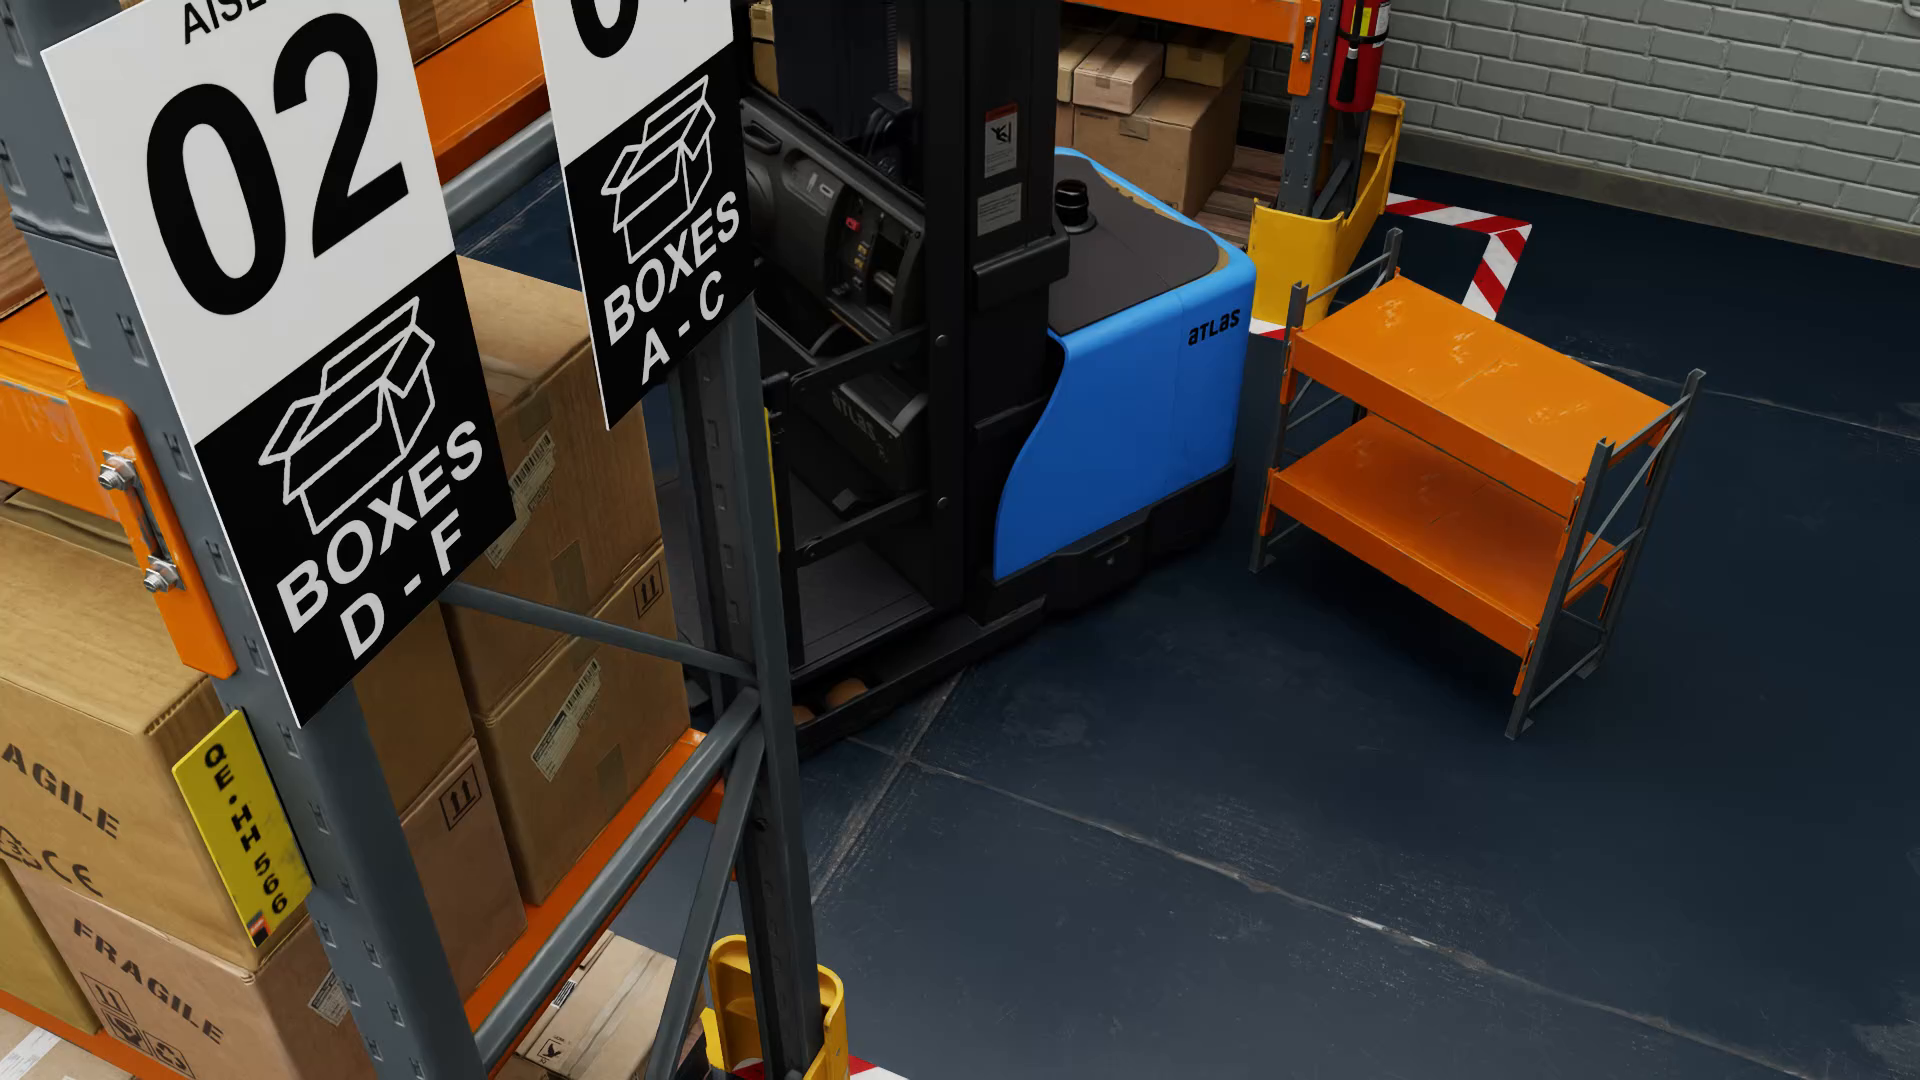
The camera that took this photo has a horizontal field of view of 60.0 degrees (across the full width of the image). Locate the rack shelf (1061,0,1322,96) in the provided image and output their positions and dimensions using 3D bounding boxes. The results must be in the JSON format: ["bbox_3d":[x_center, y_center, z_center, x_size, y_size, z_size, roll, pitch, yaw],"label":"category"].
[{"bbox_3d":[-0.300,-2.648,7.064,4.000,0.370,1.077,17,44,19],"label":"rack shelf"}]

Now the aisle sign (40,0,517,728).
[{"bbox_3d":[-0.646,-0.207,1.713,0.004,0.787,0.394,17,44,19],"label":"aisle sign"}]

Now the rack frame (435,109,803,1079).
[{"bbox_3d":[-0.577,0.573,2.799,0.053,2.616,0.949,17,44,19],"label":"rack frame"}]

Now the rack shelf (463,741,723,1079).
[{"bbox_3d":[-2.391,0.219,3.607,3.809,0.124,0.919,17,44,19],"label":"rack shelf"}]

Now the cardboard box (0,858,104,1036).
[{"bbox_3d":[-1.571,0.433,2.884,0.500,0.500,0.500,17,44,19],"label":"cardboard box"}]

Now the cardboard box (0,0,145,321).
[{"bbox_3d":[-1.155,-0.488,1.847,0.500,0.250,0.500,17,44,19],"label":"cardboard box"}]

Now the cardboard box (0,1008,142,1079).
[{"bbox_3d":[-2.024,1.163,3.882,0.500,0.250,0.500,17,44,19],"label":"cardboard box"}]

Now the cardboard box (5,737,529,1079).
[{"bbox_3d":[-1.099,0.575,2.720,0.500,0.500,0.500,18,44,20],"label":"cardboard box"}]

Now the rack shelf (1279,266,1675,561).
[{"bbox_3d":[1.513,-0.401,4.906,0.538,0.278,1.000,-30,49,-30],"label":"rack shelf"}]

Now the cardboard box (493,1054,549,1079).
[{"bbox_3d":[-1.175,1.349,3.476,0.500,0.500,0.500,17,44,19],"label":"cardboard box"}]

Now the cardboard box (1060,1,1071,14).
[{"bbox_3d":[0.348,-2.253,7.152,0.250,0.149,0.380,17,44,19],"label":"cardboard box"}]

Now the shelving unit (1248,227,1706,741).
[{"bbox_3d":[1.513,-0.179,5.098,0.538,1.125,1.048,-30,49,-30],"label":"shelving unit"}]

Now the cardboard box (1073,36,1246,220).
[{"bbox_3d":[0.836,-1.715,7.026,0.500,0.500,0.700,17,44,19],"label":"cardboard box"}]

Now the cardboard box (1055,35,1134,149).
[{"bbox_3d":[0.382,-1.853,7.186,0.500,0.500,0.700,17,44,19],"label":"cardboard box"}]

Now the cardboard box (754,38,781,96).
[{"bbox_3d":[-0.560,-2.136,7.512,0.500,0.500,0.700,18,44,20],"label":"cardboard box"}]

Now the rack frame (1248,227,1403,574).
[{"bbox_3d":[1.173,-0.427,5.384,0.500,1.125,0.032,-30,49,-30],"label":"rack frame"}]

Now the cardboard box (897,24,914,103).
[{"bbox_3d":[-0.074,-1.992,7.346,0.500,0.500,0.700,16,43,17],"label":"cardboard box"}]

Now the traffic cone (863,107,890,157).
[{"bbox_3d":[-0.203,-0.751,4.962,0.196,1.202,0.295,17,44,19],"label":"traffic cone"}]

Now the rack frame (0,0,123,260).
[{"bbox_3d":[-0.578,-1.692,0.832,0.127,3.000,1.000,17,44,19],"label":"rack frame"}]

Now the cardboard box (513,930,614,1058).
[{"bbox_3d":[-1.039,1.090,4.029,0.250,0.166,0.380,17,44,19],"label":"cardboard box"}]

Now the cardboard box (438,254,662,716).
[{"bbox_3d":[-0.869,-0.120,2.759,0.500,0.500,0.500,18,44,20],"label":"cardboard box"}]

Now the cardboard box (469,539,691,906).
[{"bbox_3d":[-0.869,0.258,3.086,0.500,0.500,0.500,18,44,20],"label":"cardboard box"}]

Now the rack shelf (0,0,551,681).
[{"bbox_3d":[-2.391,-0.840,2.689,4.000,0.370,1.077,17,44,19],"label":"rack shelf"}]

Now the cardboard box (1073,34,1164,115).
[{"bbox_3d":[0.643,-1.887,6.730,0.250,0.149,0.380,16,44,18],"label":"cardboard box"}]

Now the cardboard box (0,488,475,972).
[{"bbox_3d":[-1.098,0.199,2.390,0.500,0.500,0.500,17,44,18],"label":"cardboard box"}]

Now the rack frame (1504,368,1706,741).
[{"bbox_3d":[1.853,0.068,4.812,0.500,1.125,0.032,-30,49,-30],"label":"rack frame"}]

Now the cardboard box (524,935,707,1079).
[{"bbox_3d":[-0.813,1.166,3.955,0.250,0.149,0.380,17,44,19],"label":"cardboard box"}]

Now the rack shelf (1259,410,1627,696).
[{"bbox_3d":[1.513,0.005,5.258,0.538,0.278,1.000,-30,49,-30],"label":"rack shelf"}]

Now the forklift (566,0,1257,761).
[{"bbox_3d":[-0.557,-0.841,4.482,3.031,2.935,1.130,-26,47,-26],"label":"forklift"}]
